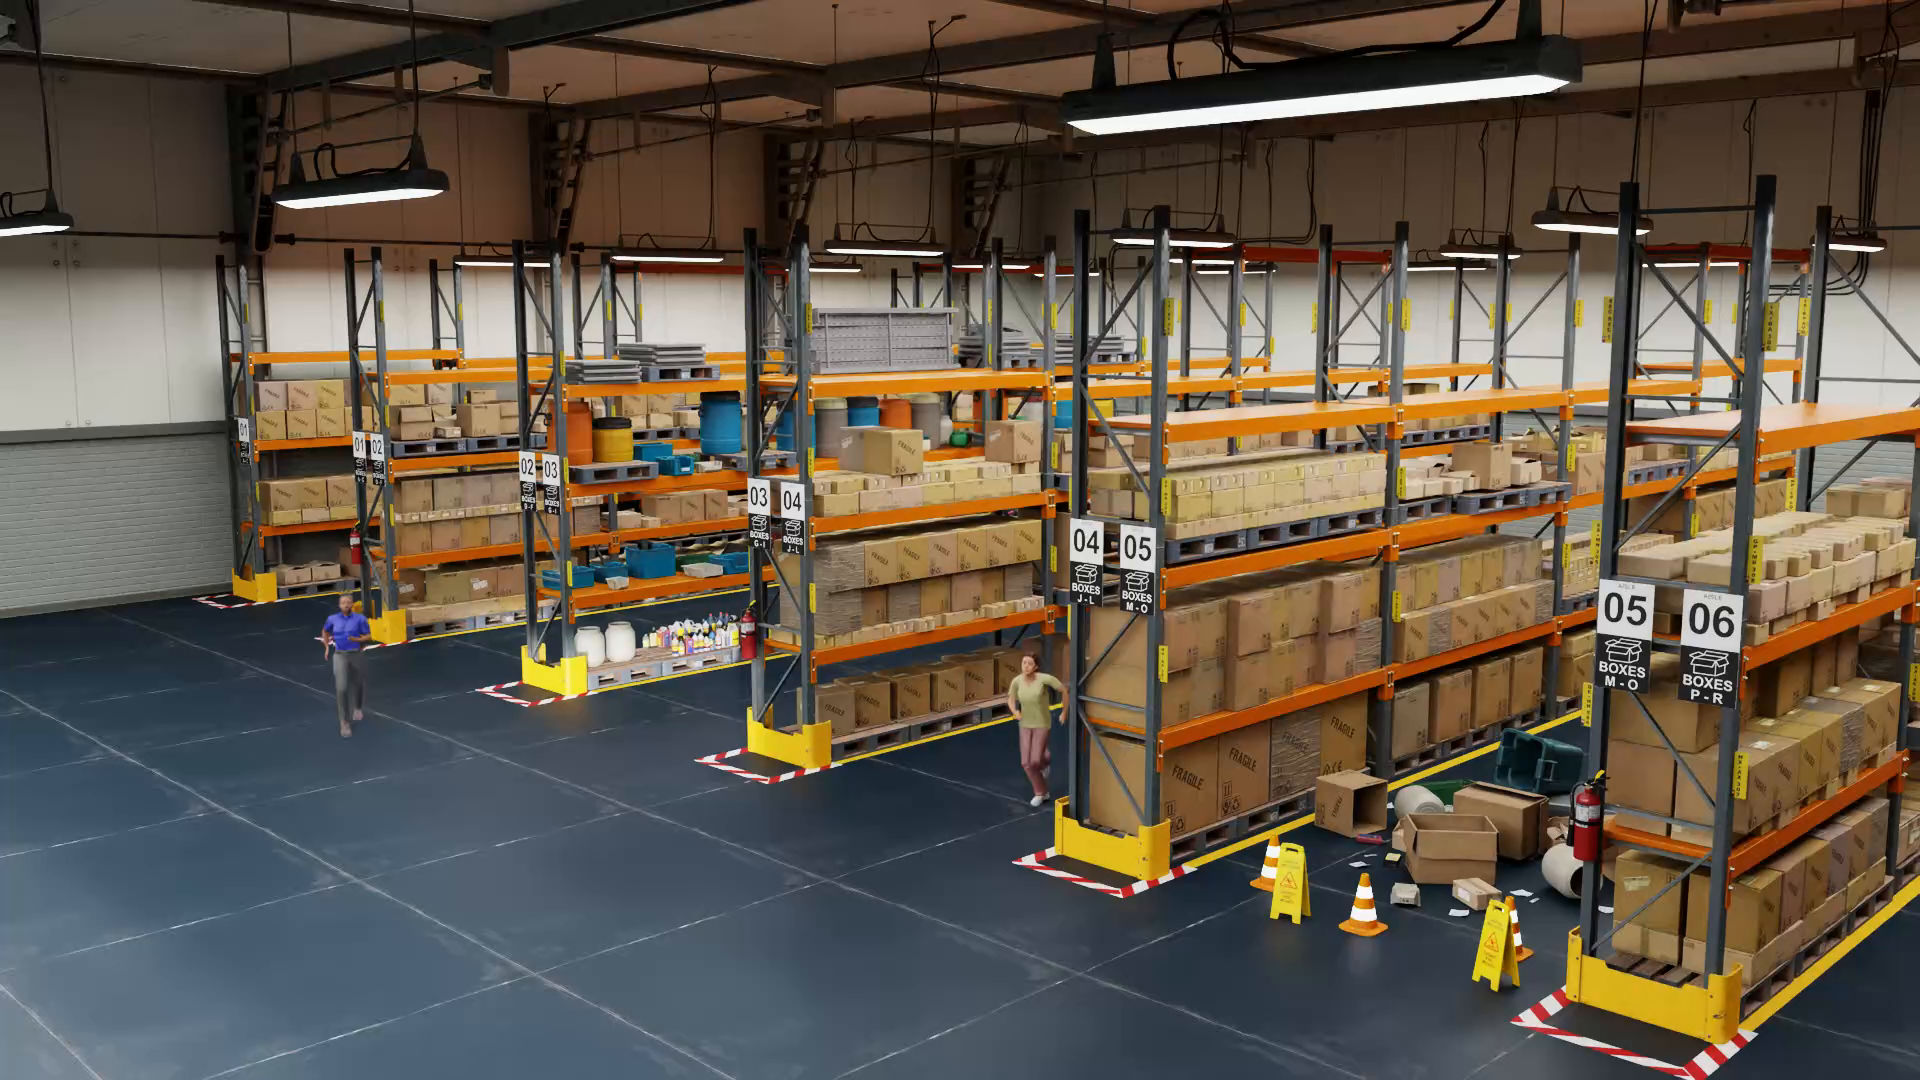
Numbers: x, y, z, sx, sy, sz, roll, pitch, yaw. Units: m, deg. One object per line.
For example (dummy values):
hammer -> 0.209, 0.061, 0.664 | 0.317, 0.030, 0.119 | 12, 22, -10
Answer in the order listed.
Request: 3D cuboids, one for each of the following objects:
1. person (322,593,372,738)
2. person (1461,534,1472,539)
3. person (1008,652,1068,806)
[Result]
person -> -7.430, 1.479, 20.214 | 0.564, 1.686, 0.858 | -3, 9, -21
person -> 7.792, 0.713, 25.737 | 0.565, 1.627, 0.610 | 8, 11, 43
person -> 0.788, 1.945, 17.263 | 0.612, 1.621, 0.622 | 3, 9, 22
